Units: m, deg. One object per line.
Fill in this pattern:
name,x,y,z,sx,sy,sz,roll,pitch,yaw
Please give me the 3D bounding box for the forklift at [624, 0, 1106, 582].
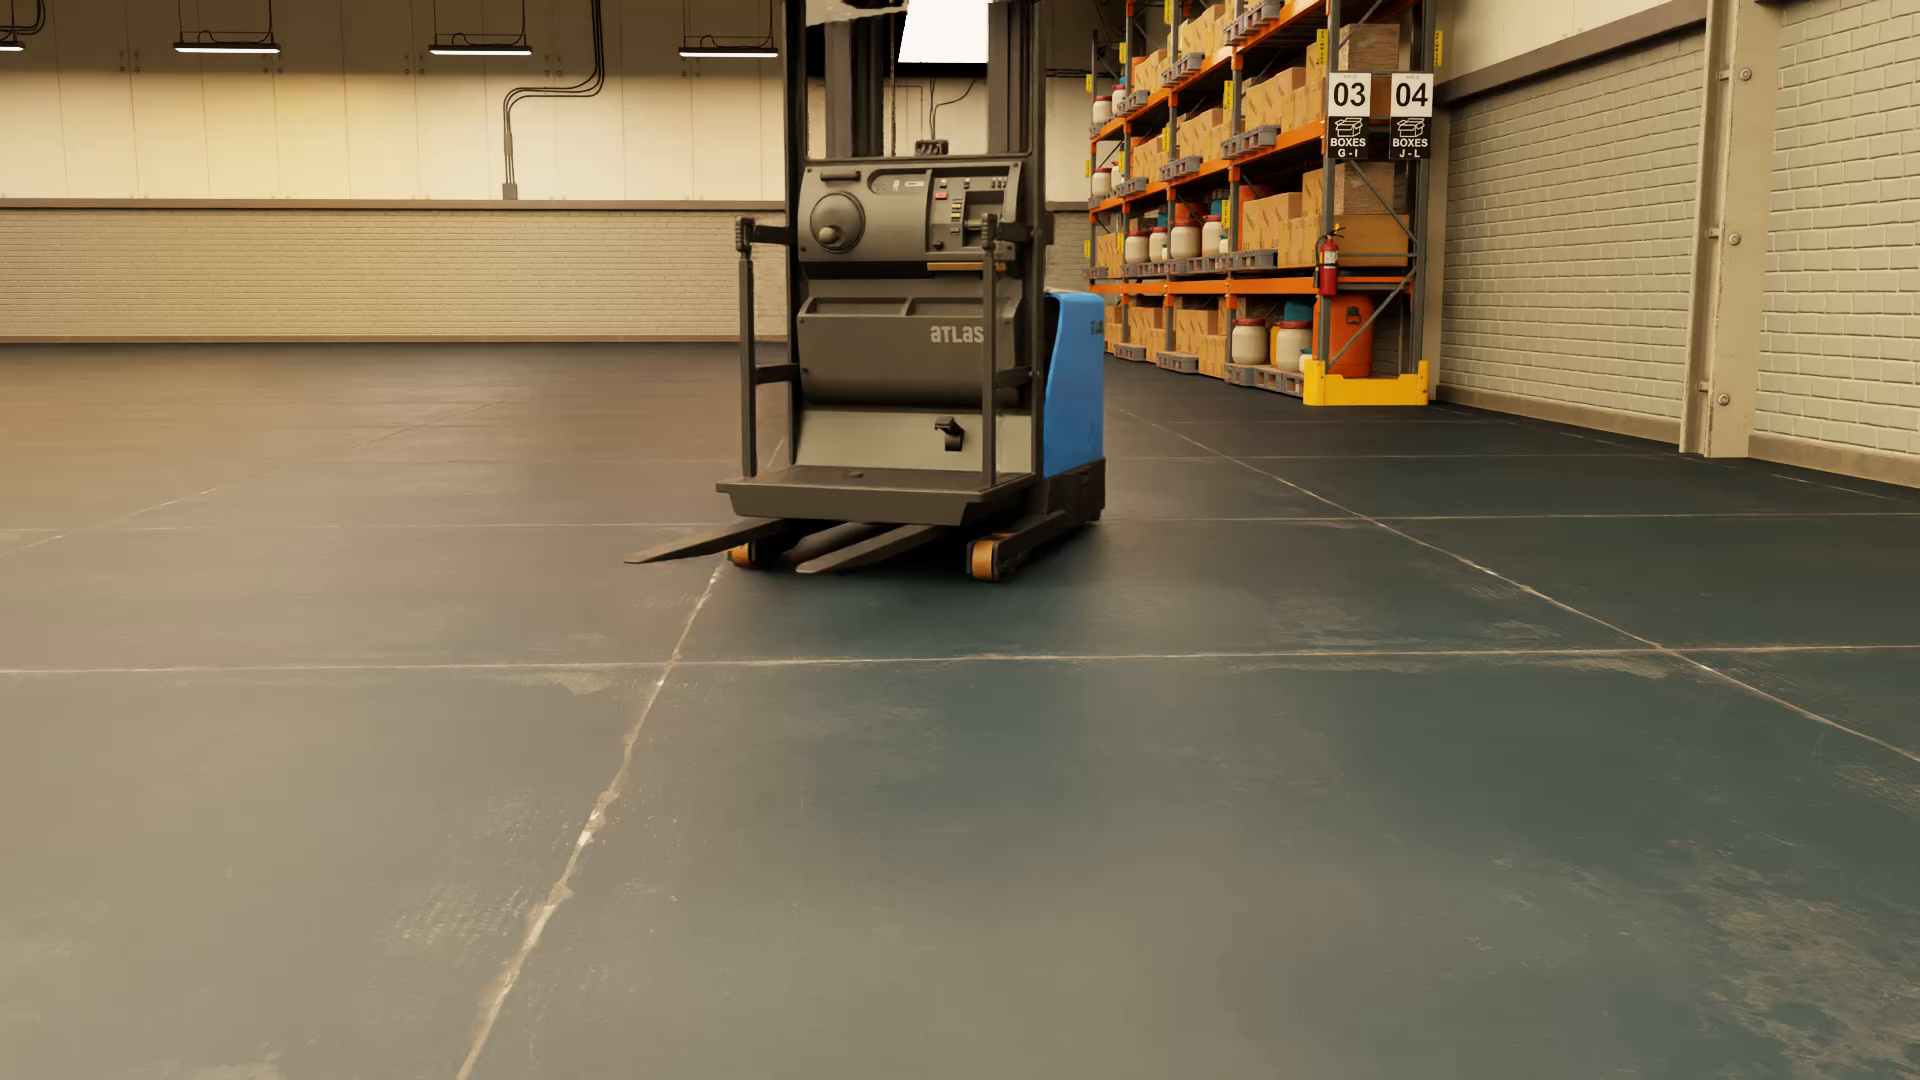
forklift,-0.273,-1.356,6.464,1.130,2.935,3.031,3,9,19
